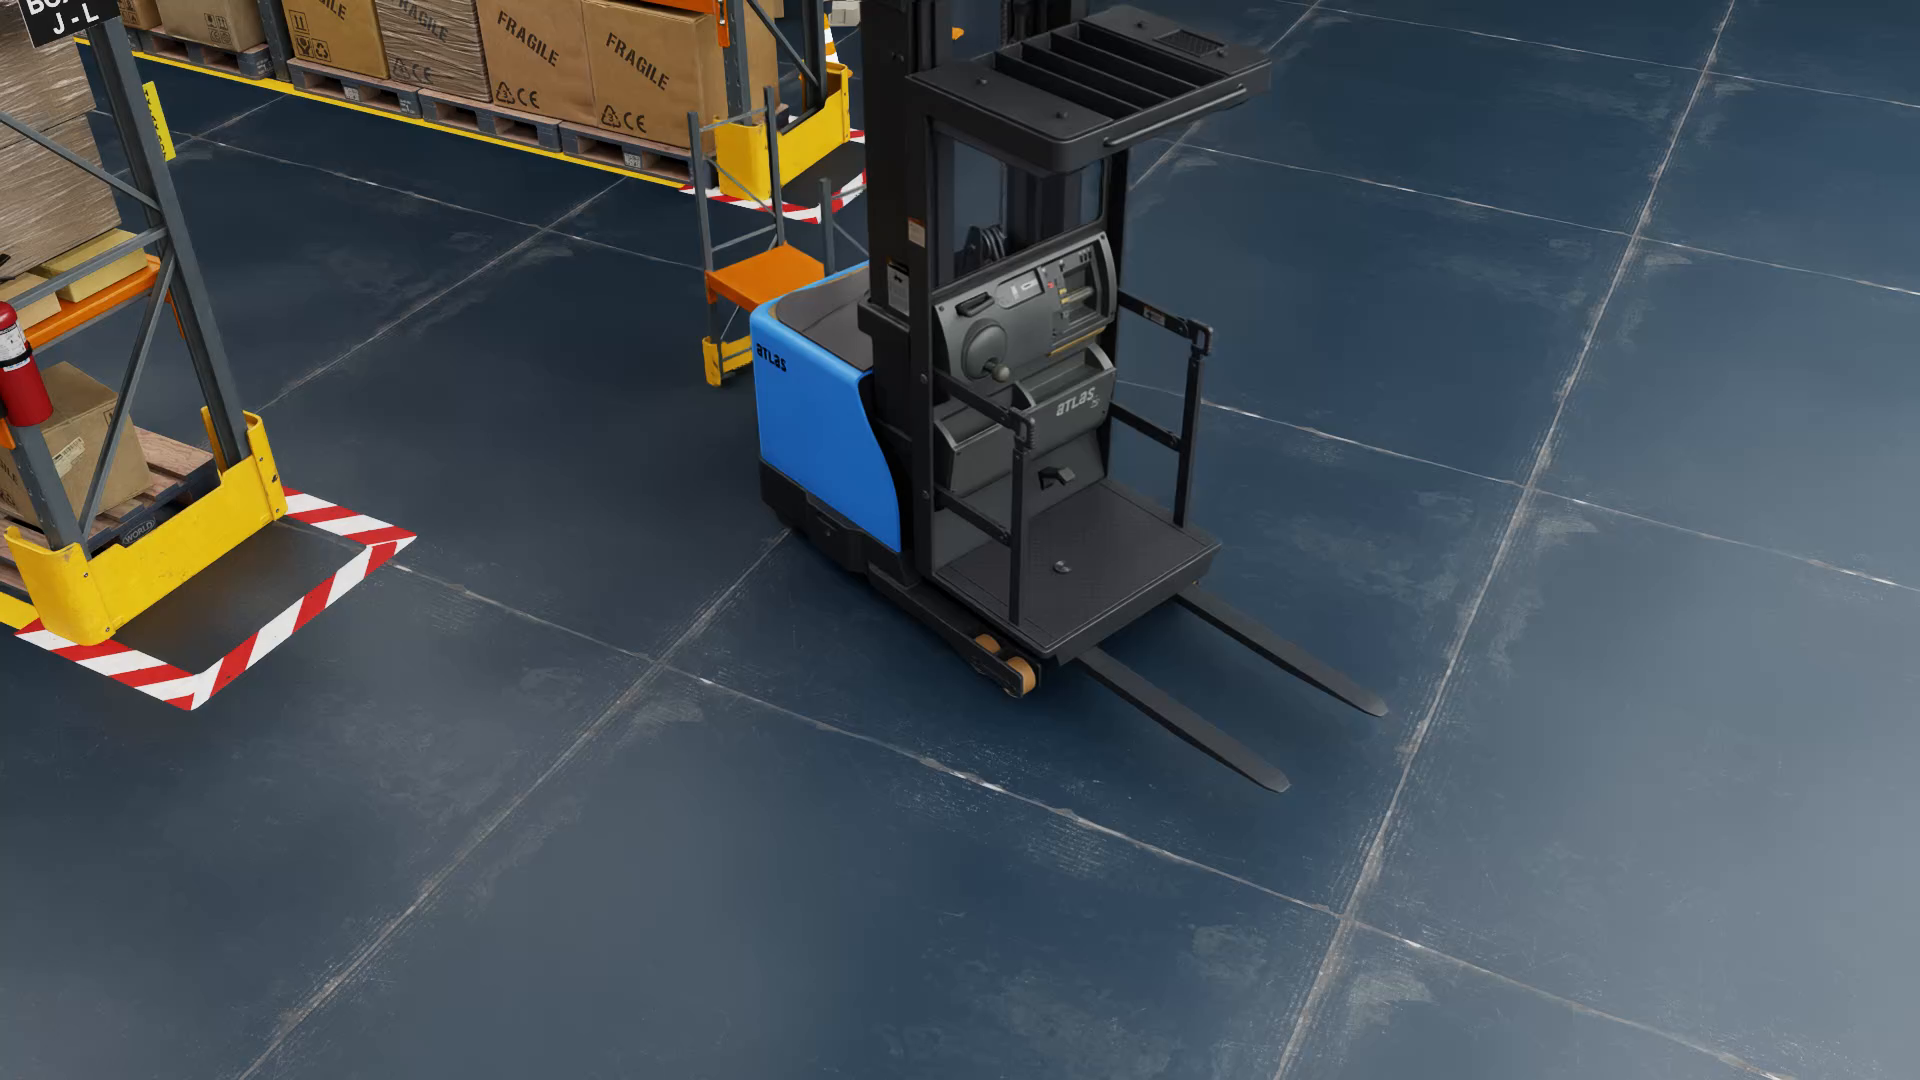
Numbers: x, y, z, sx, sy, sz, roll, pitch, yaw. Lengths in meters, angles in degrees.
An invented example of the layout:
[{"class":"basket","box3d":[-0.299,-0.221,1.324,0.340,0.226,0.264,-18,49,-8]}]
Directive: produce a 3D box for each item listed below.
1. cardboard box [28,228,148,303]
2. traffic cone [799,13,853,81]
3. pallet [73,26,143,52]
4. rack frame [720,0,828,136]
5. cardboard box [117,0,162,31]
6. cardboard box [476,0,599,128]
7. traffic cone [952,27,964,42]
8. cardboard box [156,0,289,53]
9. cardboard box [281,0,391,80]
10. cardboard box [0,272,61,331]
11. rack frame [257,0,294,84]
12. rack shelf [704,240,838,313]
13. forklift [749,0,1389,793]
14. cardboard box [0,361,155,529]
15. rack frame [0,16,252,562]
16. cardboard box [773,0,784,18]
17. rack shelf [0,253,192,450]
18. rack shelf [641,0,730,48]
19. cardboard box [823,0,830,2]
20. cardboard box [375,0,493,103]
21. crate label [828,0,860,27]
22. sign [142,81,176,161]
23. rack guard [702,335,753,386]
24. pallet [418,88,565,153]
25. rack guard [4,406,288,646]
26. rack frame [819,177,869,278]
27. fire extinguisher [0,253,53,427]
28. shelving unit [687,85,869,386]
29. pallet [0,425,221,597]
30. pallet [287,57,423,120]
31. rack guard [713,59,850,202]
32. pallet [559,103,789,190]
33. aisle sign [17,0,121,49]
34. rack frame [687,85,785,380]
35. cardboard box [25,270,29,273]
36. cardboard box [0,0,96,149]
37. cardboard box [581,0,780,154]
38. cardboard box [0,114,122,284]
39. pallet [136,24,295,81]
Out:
[{"class":"cardboard box","box3d":[-3.684,-1.172,7.021,0.250,0.149,0.380,17,41,21]},{"class":"traffic cone","box3d":[-0.988,-3.599,12.109,0.334,0.463,0.336,17,41,21]},{"class":"pallet","box3d":[-6.529,-4.214,13.127,1.213,0.211,1.003,17,41,21]},{"class":"rack frame","box3d":[-1.169,-3.700,10.143,0.127,3.000,1.000,17,41,21]},{"class":"cardboard box","box3d":[-6.169,-4.478,12.681,0.750,0.750,1.050,17,41,21]},{"class":"cardboard box","box3d":[-2.584,-3.417,11.181,0.875,0.875,0.875,17,40,21]},{"class":"traffic cone","box3d":[-0.166,-4.112,12.784,0.334,0.463,0.336,17,41,21]},{"class":"cardboard box","box3d":[-5.314,-4.208,12.325,0.750,0.750,1.050,17,40,21]},{"class":"cardboard box","box3d":[-4.195,-3.921,11.844,0.875,0.875,0.875,18,41,22]},{"class":"cardboard box","box3d":[-3.888,-0.933,6.706,0.250,0.149,0.380,17,41,21]},{"class":"rack frame","box3d":[-4.721,-4.812,11.608,0.127,3.000,1.000,17,41,21]},{"class":"rack shelf","box3d":[-0.774,-1.178,8.359,0.538,0.185,1.000,-29,46,-32]},{"class":"forklift","box3d":[0.416,-0.867,6.468,1.130,2.935,3.031,-29,46,-32]},{"class":"cardboard box","box3d":[-4.087,-0.419,7.541,0.500,0.500,0.500,25,44,29]},{"class":"rack frame","box3d":[-3.540,-1.065,6.672,0.127,3.000,1.000,17,41,21]},{"class":"cardboard box","box3d":[-1.707,-4.520,13.289,0.637,0.503,0.797,-8,38,-10]},{"class":"rack shelf","box3d":[-5.316,-1.335,7.622,4.000,0.370,1.077,17,41,21]},{"class":"rack shelf","box3d":[-2.945,-3.969,11.093,4.000,0.370,1.077,17,41,21]},{"class":"cardboard box","box3d":[-1.075,-4.530,13.594,0.380,0.149,0.250,-21,42,-25]},{"class":"cardboard box","box3d":[-3.393,-3.672,11.517,0.875,0.875,0.875,18,41,22]},{"class":"crate label","box3d":[-0.893,-4.167,13.126,0.298,0.136,0.250,-2,37,-2]},{"class":"sign","box3d":[-3.291,-1.701,6.794,0.005,0.325,0.100,17,41,21]},{"class":"rack guard","box3d":[-1.115,-1.050,8.927,0.587,0.250,0.087,-29,46,-32]},{"class":"pallet","box3d":[-2.995,-3.109,11.672,1.213,0.211,1.003,17,41,21]},{"class":"rack guard","box3d":[-3.608,-0.090,7.456,0.348,0.500,1.175,17,41,21]},{"class":"rack frame","box3d":[-0.432,-1.094,7.950,0.500,1.500,0.032,-29,46,-32]},{"class":"fire extinguisher","box3d":[-3.650,-0.755,6.328,0.183,0.674,0.296,17,41,21]},{"class":"shelving unit","box3d":[-0.780,-1.325,8.256,0.587,1.500,1.083,-29,46,-32]},{"class":"pallet","box3d":[-4.313,-0.220,7.866,1.213,0.211,1.003,17,41,21]},{"class":"pallet","box3d":[-4.082,-3.448,12.118,1.213,0.211,1.003,17,41,21]},{"class":"rack guard","box3d":[-1.148,-2.698,10.890,0.348,0.500,1.175,17,41,21]},{"class":"pallet","box3d":[-1.915,-2.769,11.224,1.213,0.211,1.003,17,41,21]},{"class":"aisle sign","box3d":[-3.347,-2.244,6.076,0.004,0.787,0.394,17,41,21]},{"class":"rack frame","box3d":[-1.115,-1.549,8.550,0.500,1.500,0.032,-29,46,-32]},{"class":"cardboard box","box3d":[-3.897,-1.252,7.126,0.250,0.149,0.380,17,41,21]},{"class":"cardboard box","box3d":[-3.903,-1.921,6.644,0.500,0.500,0.500,17,41,21]},{"class":"cardboard box","box3d":[-1.802,-3.174,10.860,0.875,0.875,0.875,18,41,22]},{"class":"cardboard box","box3d":[-4.016,-1.391,6.773,0.500,0.500,0.875,17,41,21]},{"class":"pallet","box3d":[-5.441,-3.875,12.681,1.213,0.211,1.003,17,41,21]}]
